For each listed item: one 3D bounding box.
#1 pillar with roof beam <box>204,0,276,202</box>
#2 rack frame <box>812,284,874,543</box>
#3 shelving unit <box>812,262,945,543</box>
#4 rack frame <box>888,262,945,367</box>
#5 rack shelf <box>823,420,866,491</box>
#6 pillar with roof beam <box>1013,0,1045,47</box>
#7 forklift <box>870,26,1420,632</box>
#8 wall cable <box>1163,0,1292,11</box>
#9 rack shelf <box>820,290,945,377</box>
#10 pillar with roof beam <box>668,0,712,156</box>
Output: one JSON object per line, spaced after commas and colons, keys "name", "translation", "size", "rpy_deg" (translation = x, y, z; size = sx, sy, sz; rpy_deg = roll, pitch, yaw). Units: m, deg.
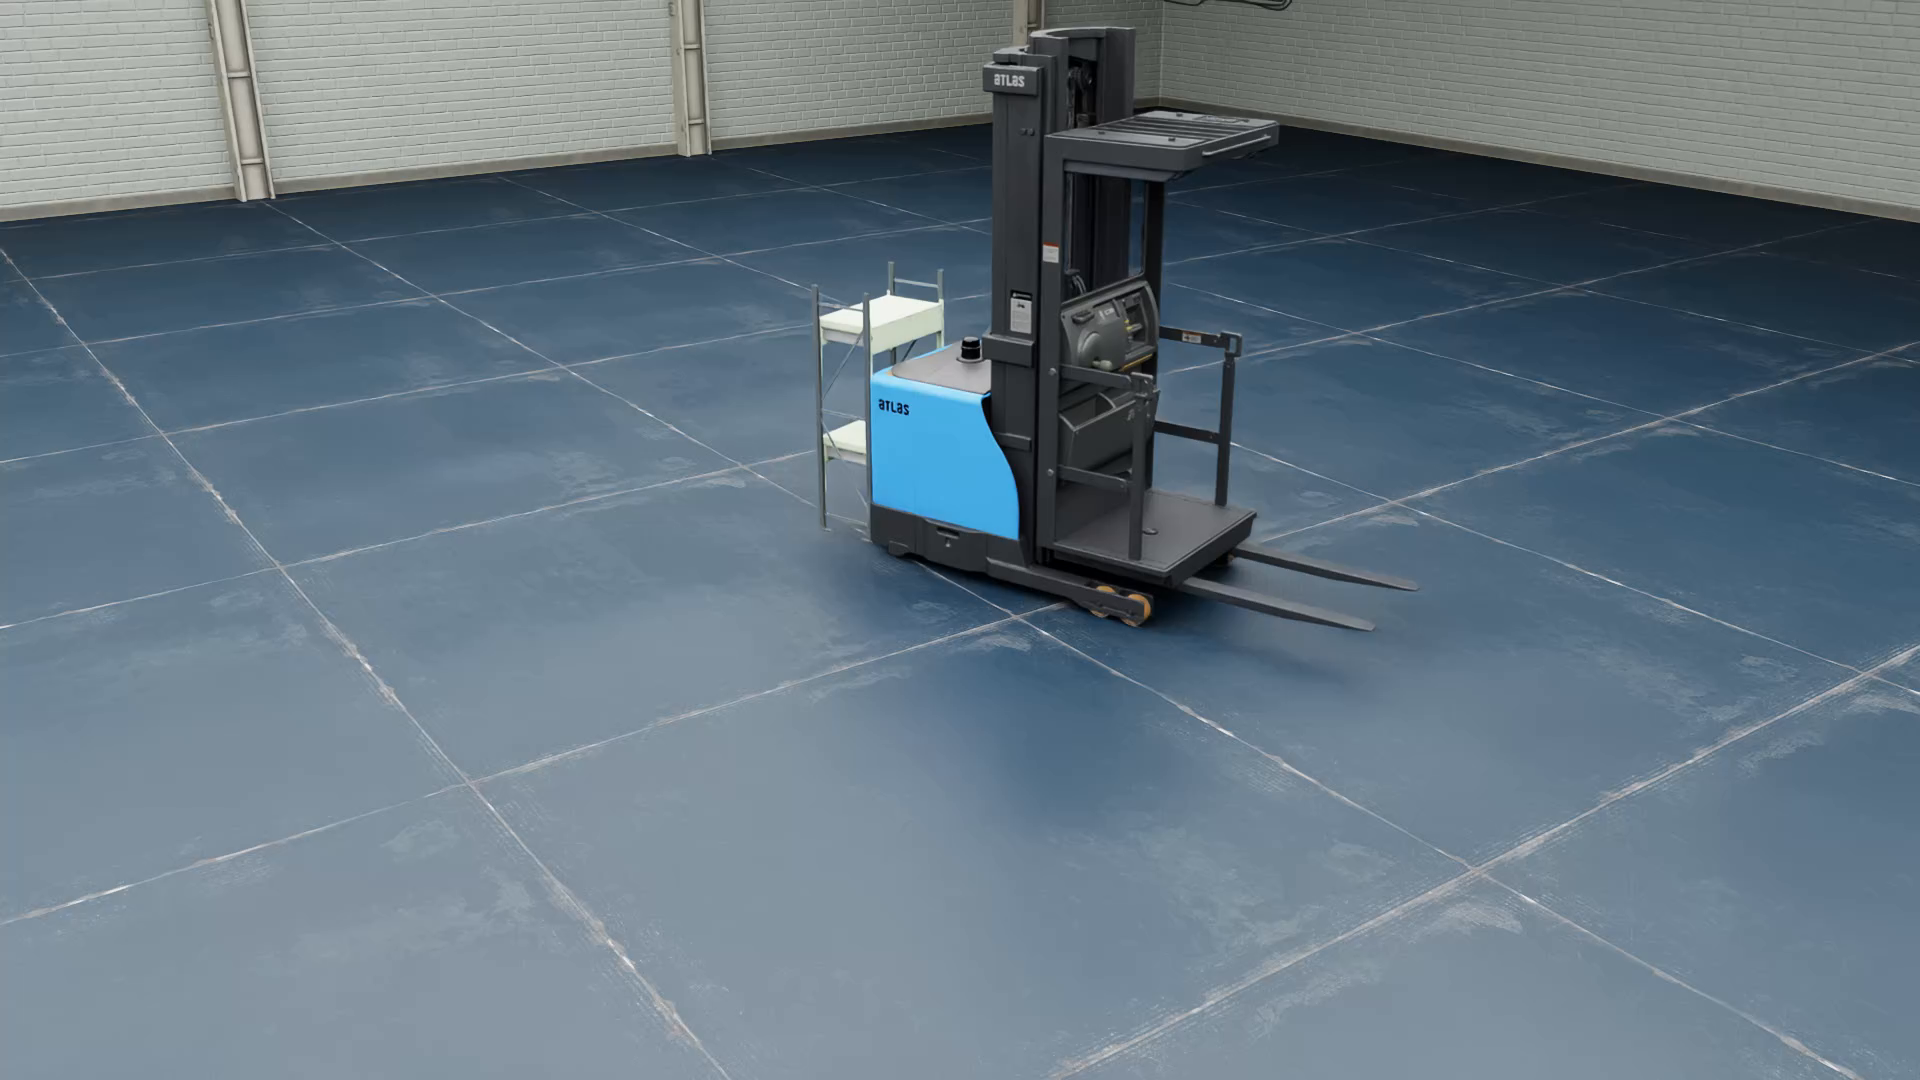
{"name": "pillar with roof beam", "translation": [-6.134, -7.083, 15.505], "size": [0.400, 9.000, 9.100], "rpy_deg": [-15, 26, -33]}
{"name": "rack frame", "translation": [-0.678, -0.723, 9.684], "size": [0.400, 1.500, 0.023], "rpy_deg": [14, 26, 32]}
{"name": "shelving unit", "translation": [-0.471, -0.835, 9.964], "size": [0.431, 1.500, 0.755], "rpy_deg": [14, 26, 32]}
{"name": "rack frame", "translation": [-0.264, -0.946, 10.245], "size": [0.400, 1.500, 0.023], "rpy_deg": [14, 26, 32]}
{"name": "rack shelf", "translation": [-0.471, -0.532, 10.085], "size": [0.431, 0.370, 0.720], "rpy_deg": [14, 26, 32]}
{"name": "pillar with roof beam", "translation": [3.607, -9.681, 22.014], "size": [0.400, 9.000, 9.100], "rpy_deg": [-15, 26, -33]}
{"name": "forklift", "translation": [0.976, -1.132, 8.778], "size": [3.031, 2.935, 1.130], "rpy_deg": [15, 26, 32]}
{"name": "wall cable", "translation": [4.256, -9.773, 26.436], "size": [0.112, 2.526, 3.097], "rpy_deg": [-15, 26, -33]}
{"name": "rack shelf", "translation": [-0.471, -1.197, 9.820], "size": [0.431, 0.370, 0.720], "rpy_deg": [14, 26, 32]}
{"name": "pillar with roof beam", "translation": [-1.264, -8.382, 18.760], "size": [0.400, 9.000, 9.100], "rpy_deg": [-15, 26, -33]}
